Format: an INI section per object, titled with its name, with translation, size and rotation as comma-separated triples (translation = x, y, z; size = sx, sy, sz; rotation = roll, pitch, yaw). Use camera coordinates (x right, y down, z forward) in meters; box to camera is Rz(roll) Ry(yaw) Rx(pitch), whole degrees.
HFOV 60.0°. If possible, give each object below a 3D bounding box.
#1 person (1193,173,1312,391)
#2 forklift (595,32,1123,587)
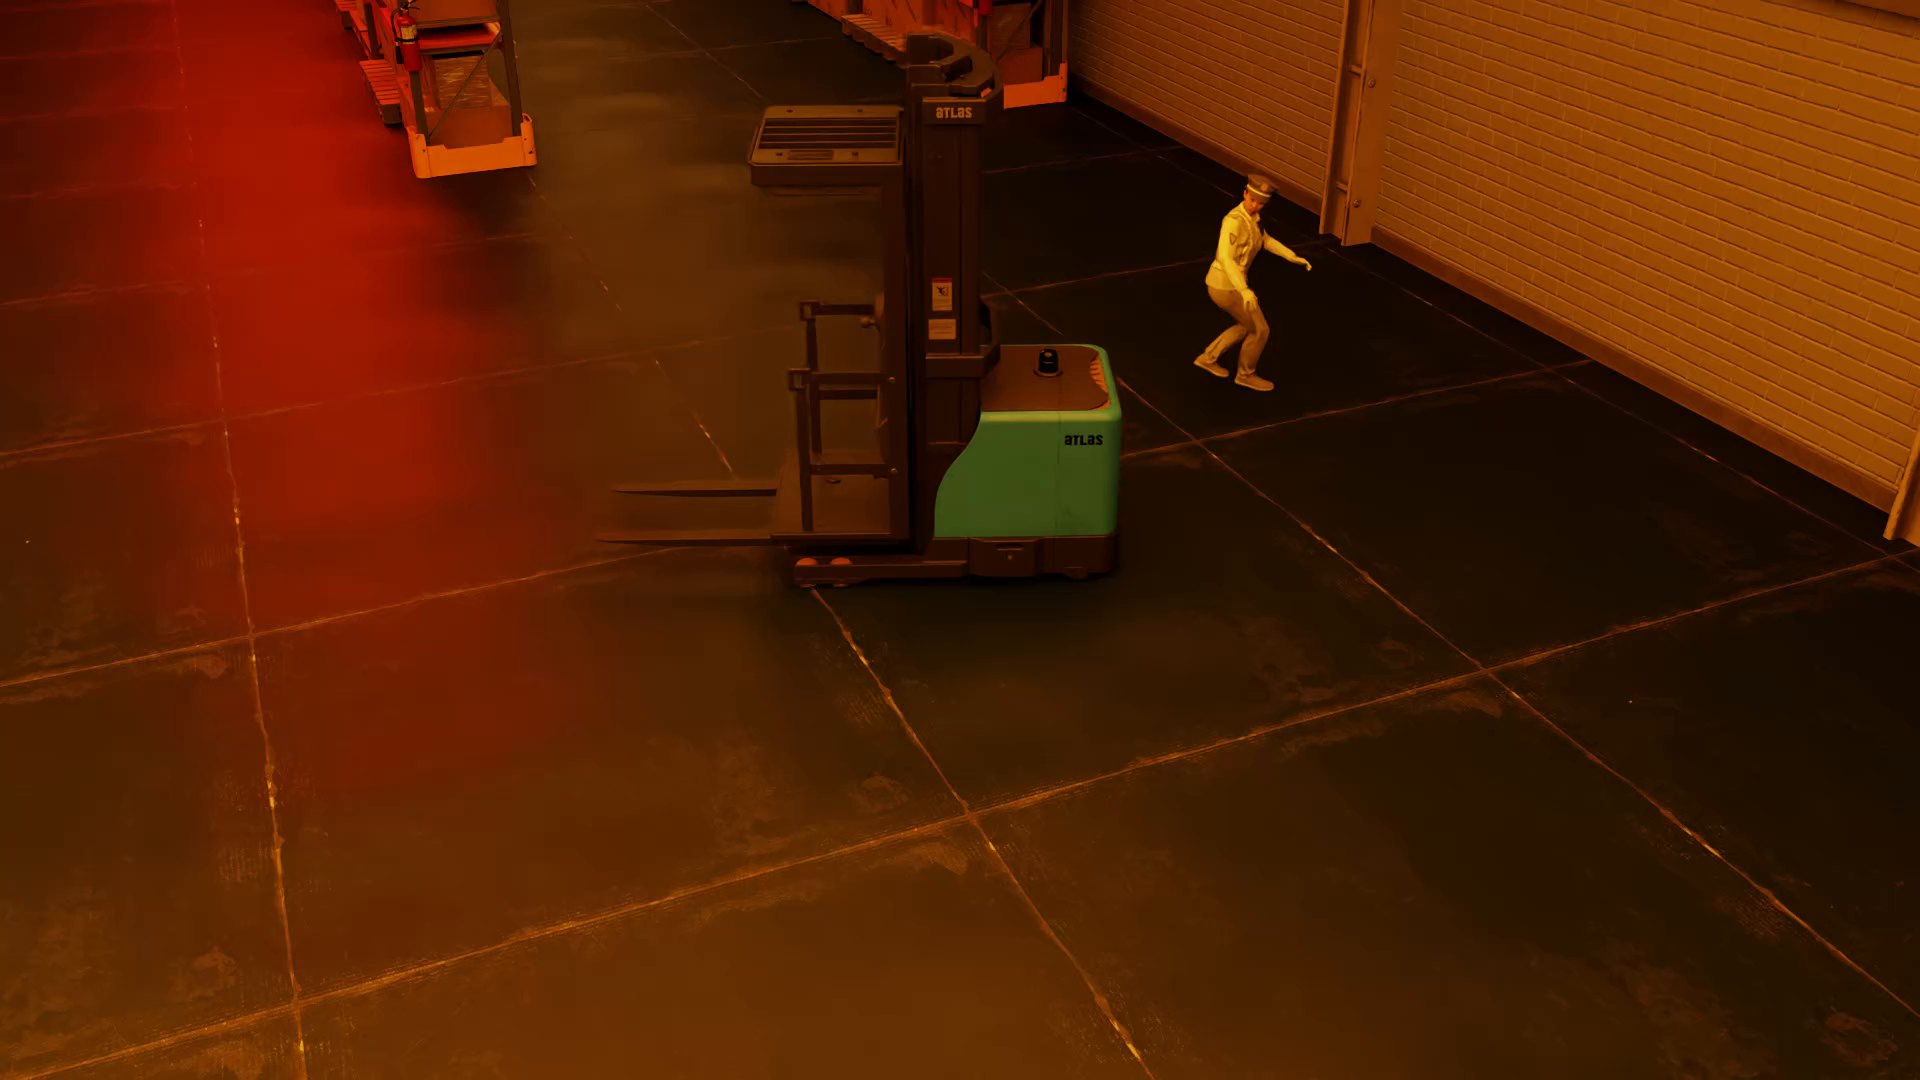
[person]
translation = 2.046, -1.763, 11.588
size = 0.761, 1.561, 0.795
rotation = 6, 30, 11
[forklift]
translation = -0.610, -1.265, 9.333
size = 3.031, 2.935, 1.130
rotation = -1, 30, -1
